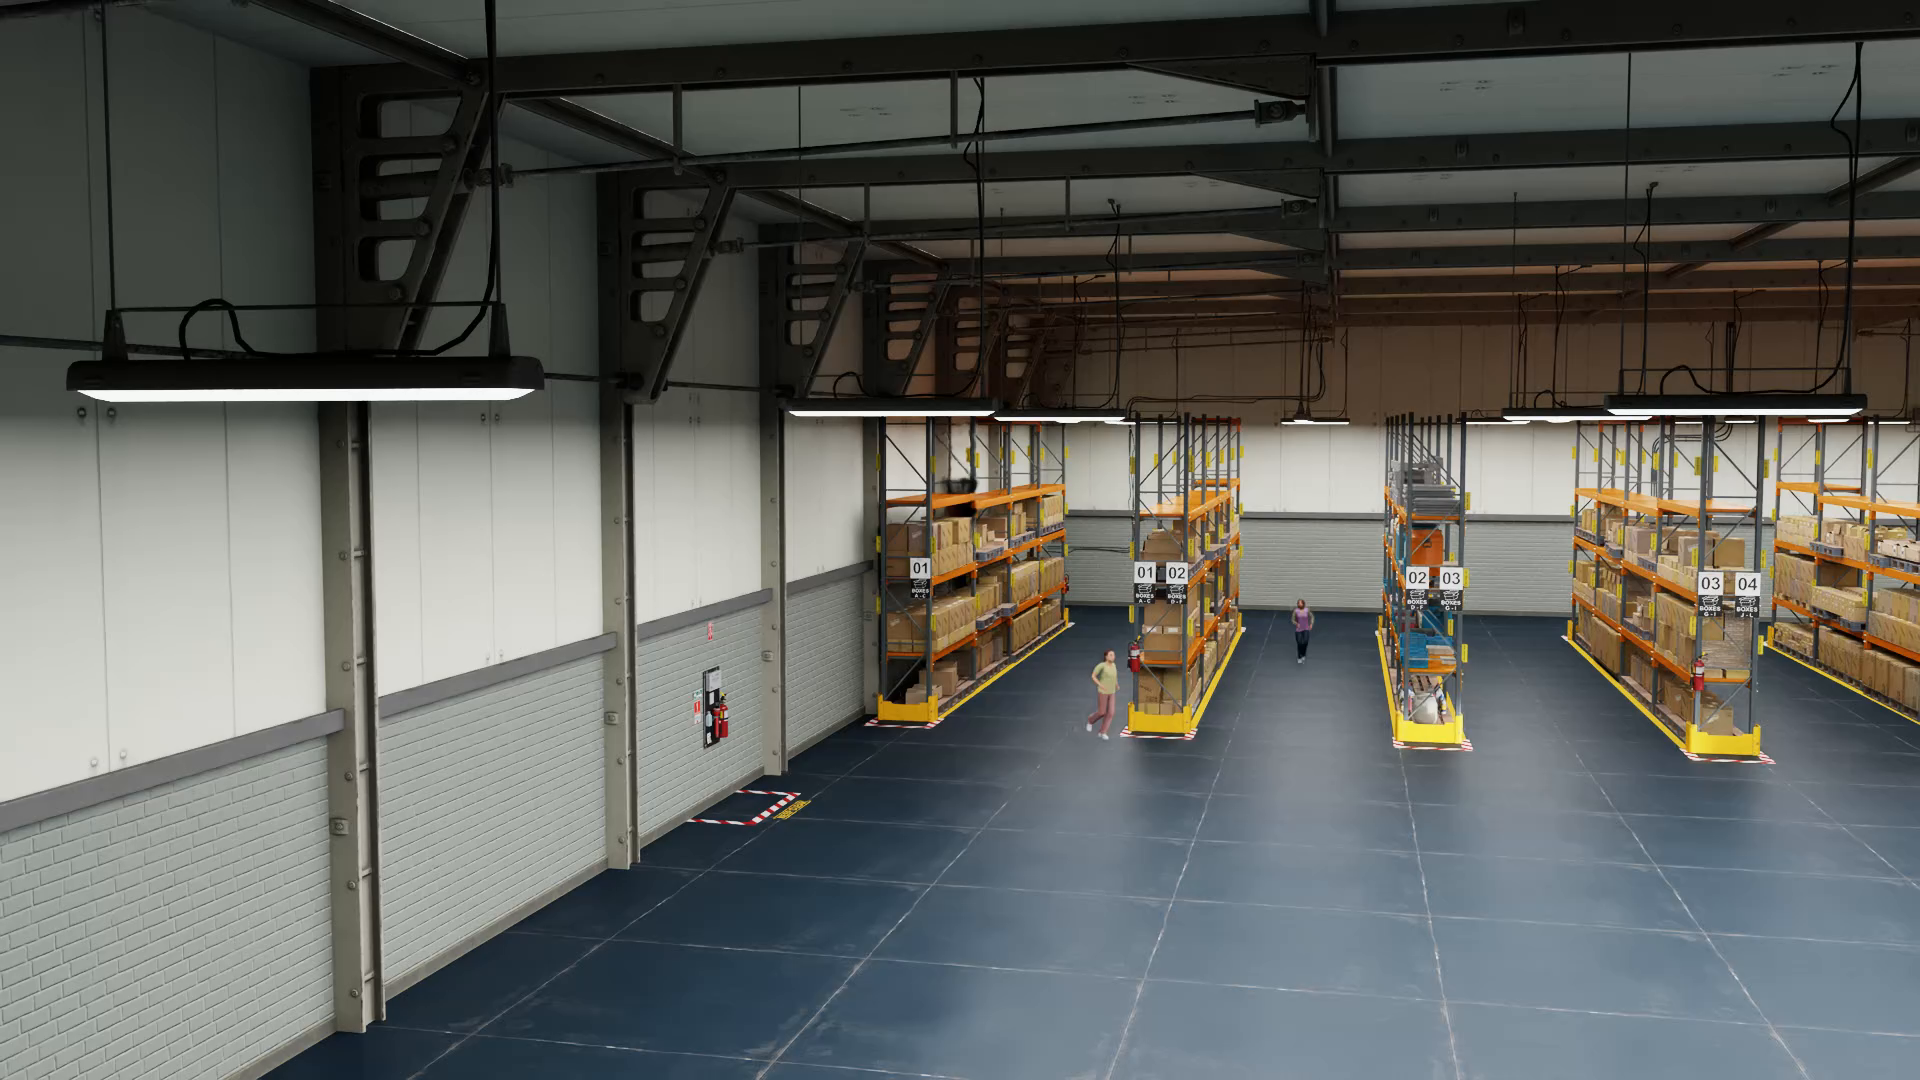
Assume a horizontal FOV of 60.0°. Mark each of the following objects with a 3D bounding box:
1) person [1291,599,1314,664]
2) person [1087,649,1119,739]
[{"bbox_3d":[8.296,2.207,40.307,0.546,1.564,0.635,1,4,12],"label":"person"},{"bbox_3d":[2.676,2.811,30.671,0.620,1.630,0.690,-3,5,-34],"label":"person"}]
